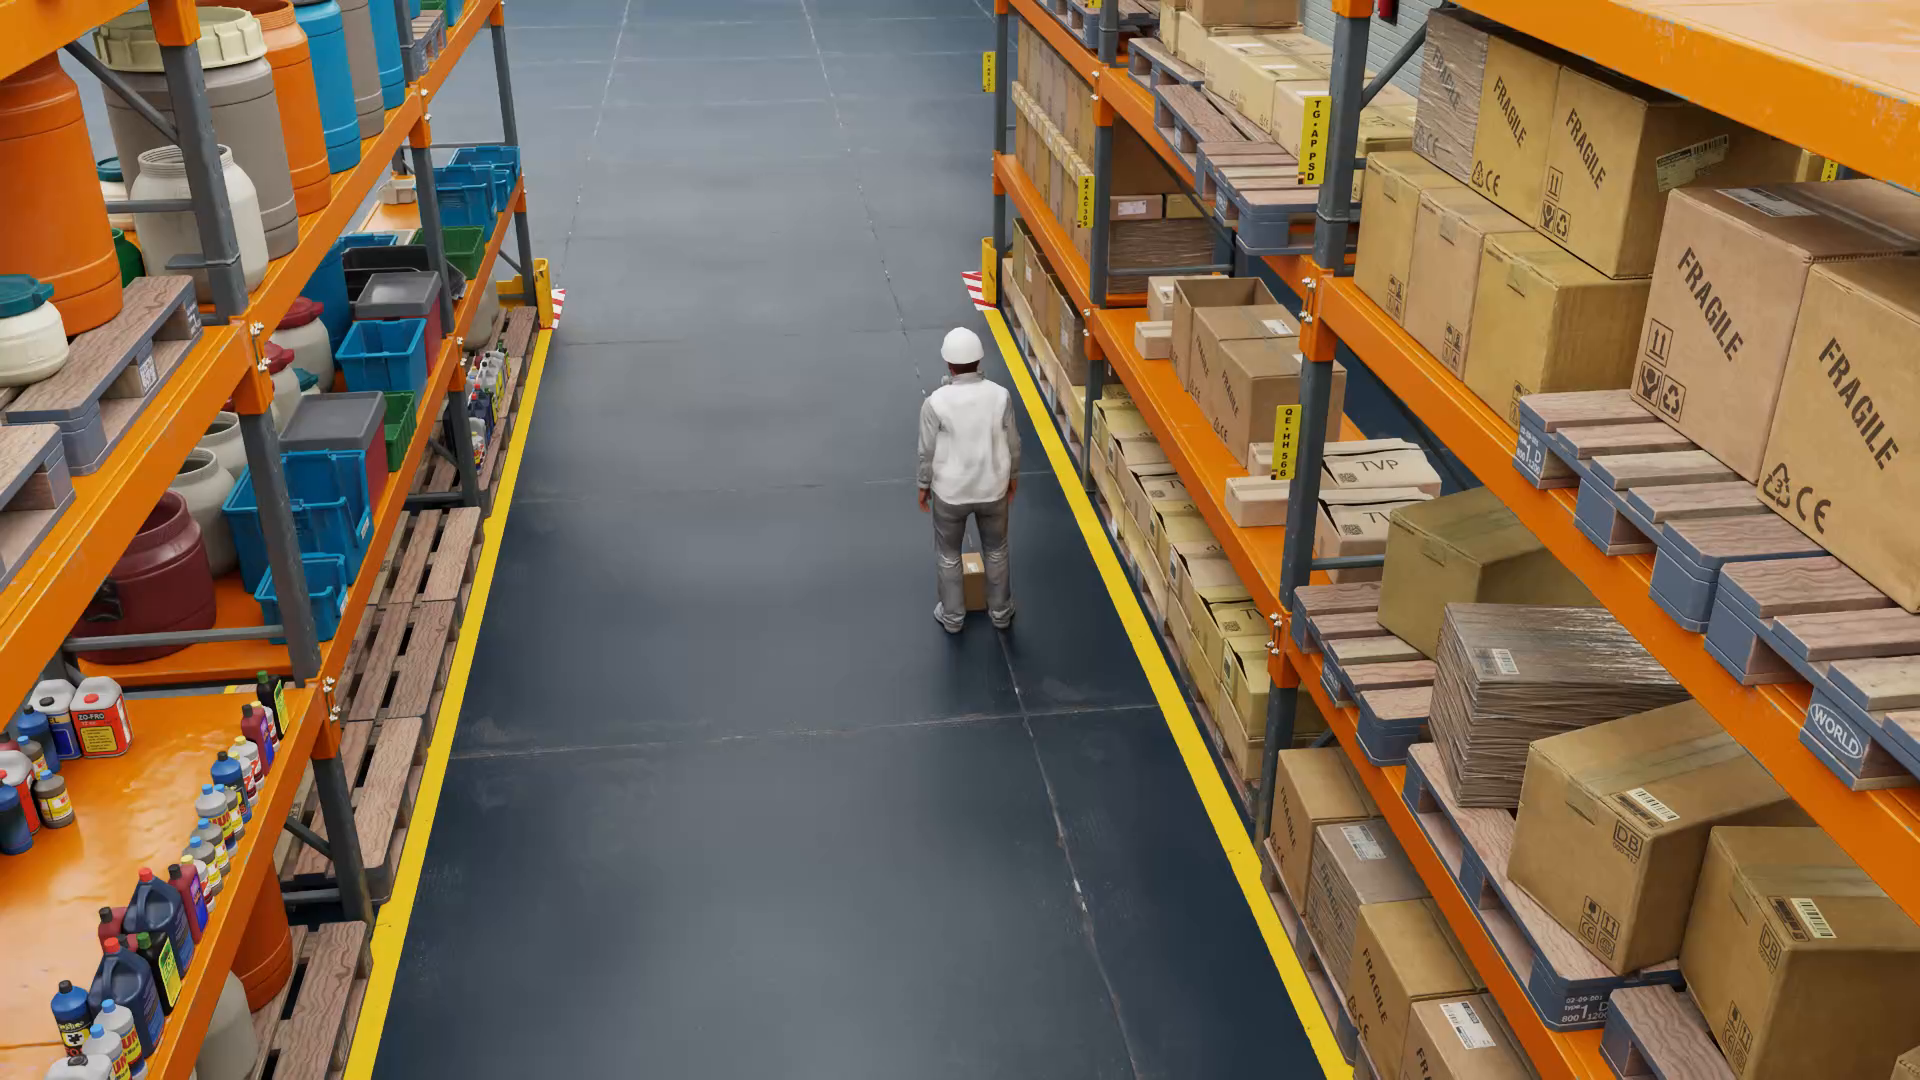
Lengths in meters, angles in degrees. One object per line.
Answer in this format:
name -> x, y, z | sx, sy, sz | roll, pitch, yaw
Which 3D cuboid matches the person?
person -> 0.048, -0.310, 9.198 | 0.592, 1.771, 0.465 | -5, 27, -10
